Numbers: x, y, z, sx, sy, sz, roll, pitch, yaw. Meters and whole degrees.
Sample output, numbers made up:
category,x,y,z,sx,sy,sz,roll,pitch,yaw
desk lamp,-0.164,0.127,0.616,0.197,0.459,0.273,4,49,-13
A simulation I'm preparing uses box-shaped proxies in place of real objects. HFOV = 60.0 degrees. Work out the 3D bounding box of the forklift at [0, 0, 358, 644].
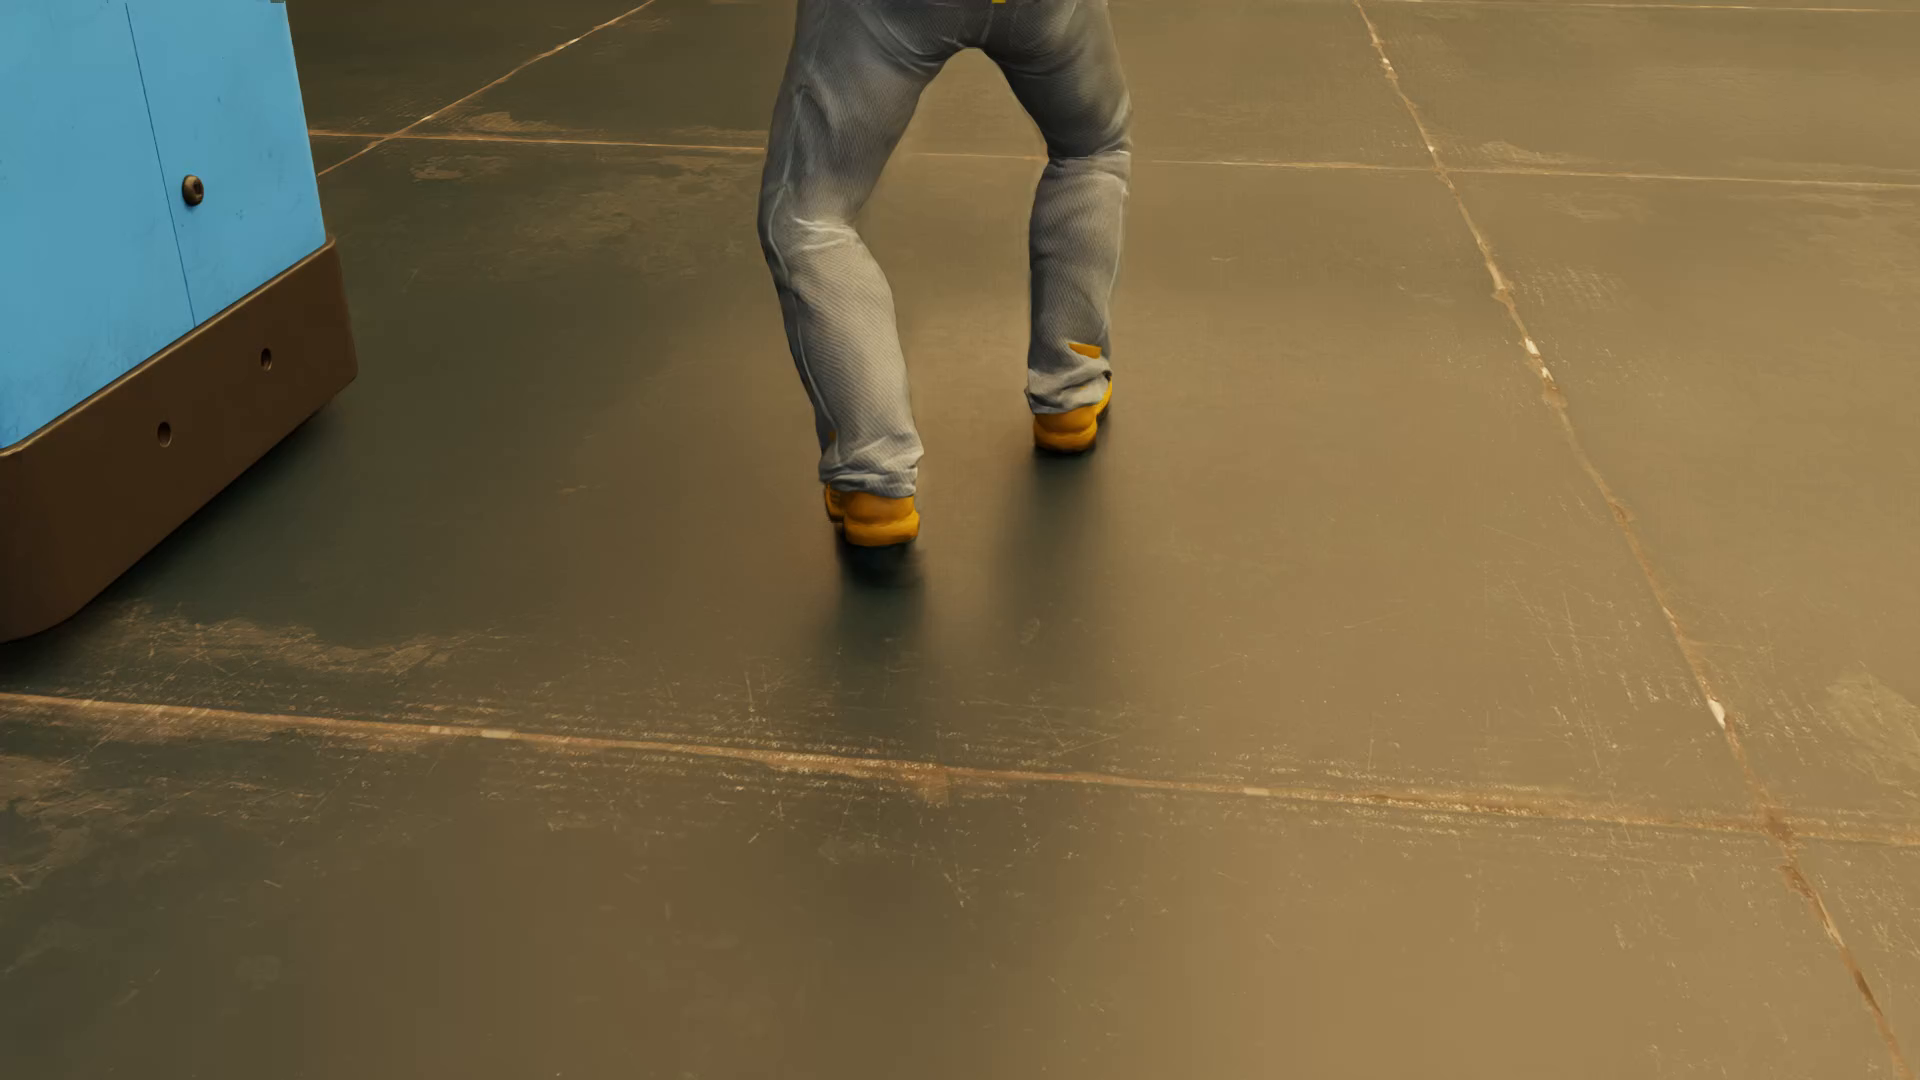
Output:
category,x,y,z,sx,sy,sz,roll,pitch,yaw
forklift,-2.606,-1.408,2.039,3.031,2.935,1.130,3,27,5

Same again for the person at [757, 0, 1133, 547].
category,x,y,z,sx,sy,sz,roll,pitch,yaw
person,0.089,-0.898,2.478,0.863,1.608,0.871,-9,28,-18
